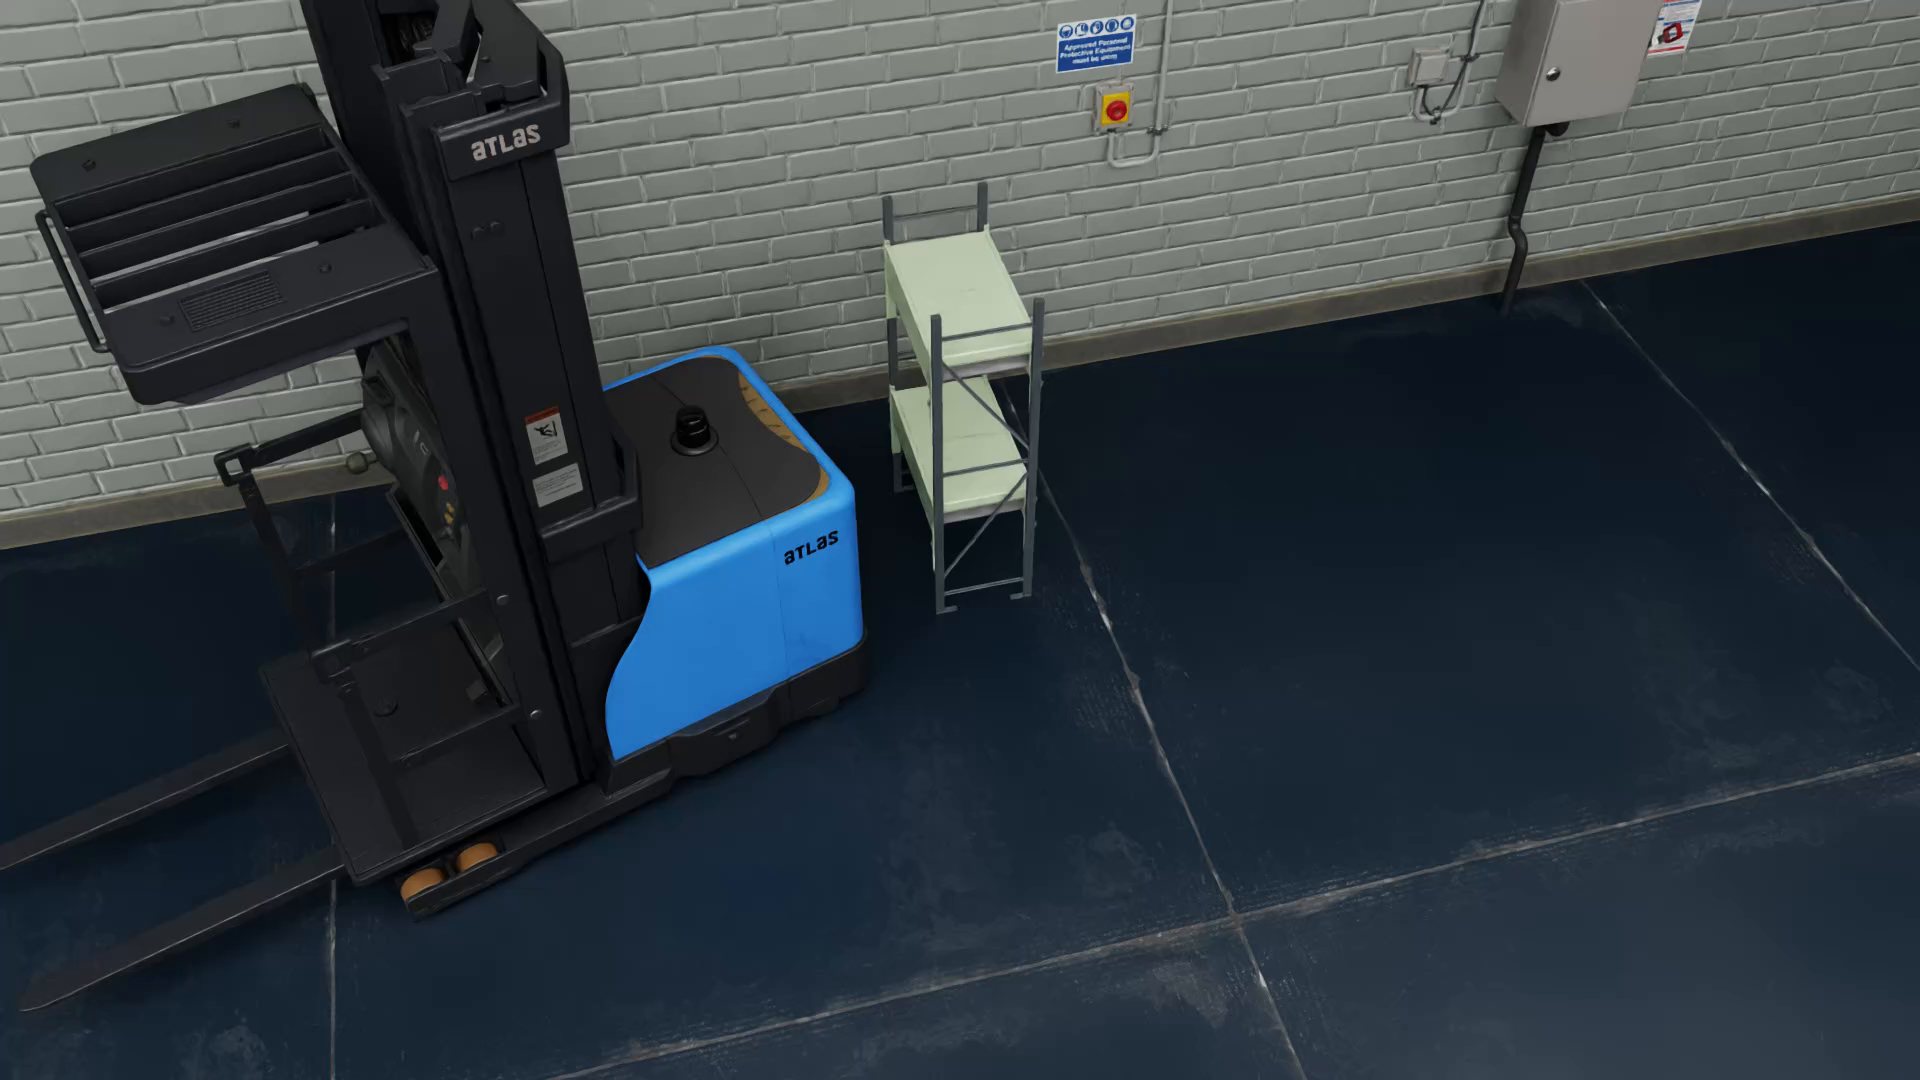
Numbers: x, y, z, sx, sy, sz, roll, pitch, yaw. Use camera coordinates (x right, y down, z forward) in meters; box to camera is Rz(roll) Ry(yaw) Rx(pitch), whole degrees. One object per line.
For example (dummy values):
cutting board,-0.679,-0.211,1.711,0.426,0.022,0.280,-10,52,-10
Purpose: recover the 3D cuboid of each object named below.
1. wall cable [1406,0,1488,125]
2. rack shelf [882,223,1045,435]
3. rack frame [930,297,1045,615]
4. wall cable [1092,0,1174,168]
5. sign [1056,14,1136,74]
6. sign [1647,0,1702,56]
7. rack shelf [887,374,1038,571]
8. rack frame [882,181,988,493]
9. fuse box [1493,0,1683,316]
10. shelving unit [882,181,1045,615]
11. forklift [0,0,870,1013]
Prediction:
wall cable,1.974,-2.481,6.621,0.588,1.984,0.122,-11,47,-10
rack shelf,0.002,-0.793,6.182,0.431,0.370,0.720,-11,47,-10
rack frame,0.095,-0.268,6.213,0.400,1.500,0.023,-11,47,-10
wall cable,0.606,-2.225,6.347,0.585,1.953,0.123,-11,47,-10
sign,0.544,-1.986,6.658,0.327,0.218,0.001,-11,47,-10
sign,3.098,-2.341,7.262,0.329,0.494,0.001,-11,47,-10
rack shelf,0.002,-0.292,6.693,0.431,0.370,0.720,-11,47,-10
rack frame,-0.092,-0.773,6.708,0.400,1.500,0.023,-11,47,-10
fuse box,2.674,-1.690,7.459,0.539,1.711,0.414,-11,47,-10
shelving unit,0.002,-0.520,6.461,0.431,1.500,0.755,-11,47,-10
forklift,-1.864,-0.169,5.114,3.031,2.935,1.130,-25,51,-22
